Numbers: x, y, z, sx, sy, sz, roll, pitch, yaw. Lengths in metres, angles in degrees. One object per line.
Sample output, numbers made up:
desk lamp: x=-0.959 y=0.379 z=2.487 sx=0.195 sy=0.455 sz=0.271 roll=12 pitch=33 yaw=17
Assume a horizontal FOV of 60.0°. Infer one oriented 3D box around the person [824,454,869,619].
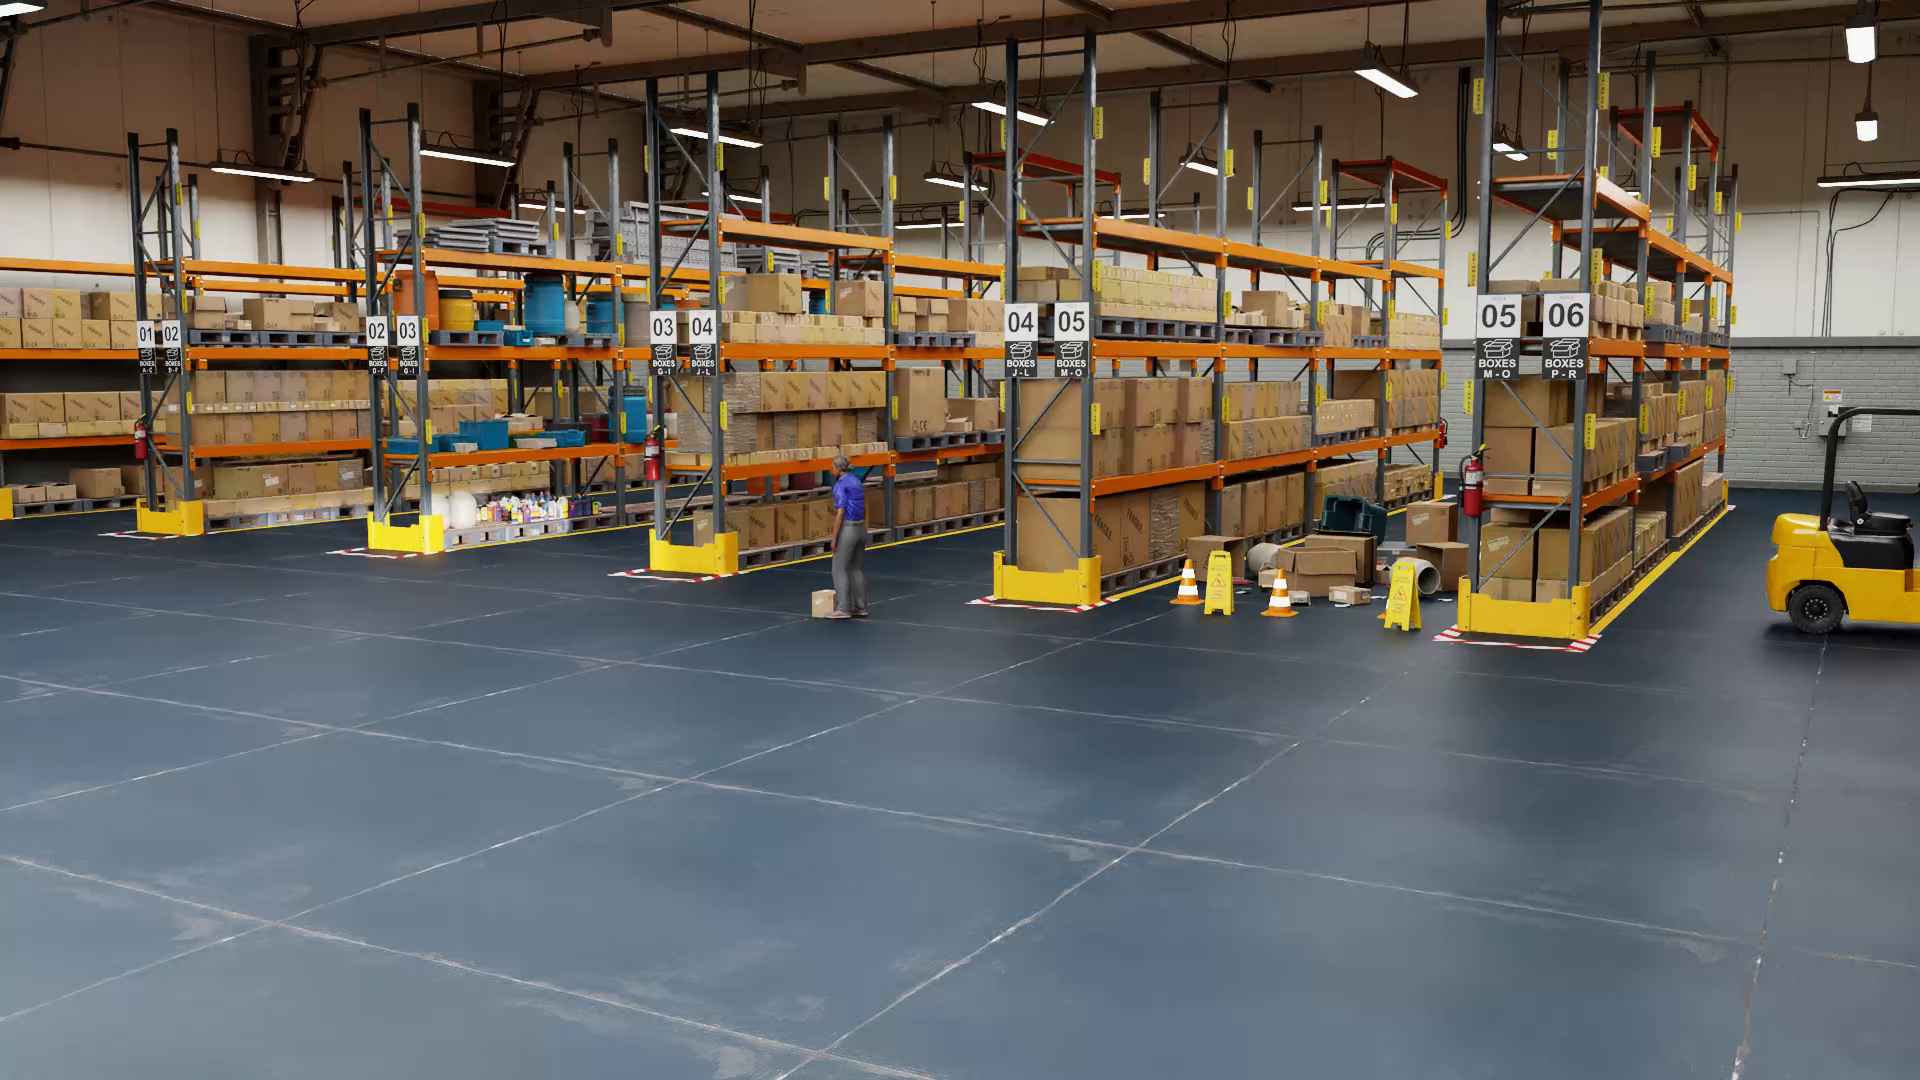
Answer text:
person: x=-1.141 y=-0.038 z=16.752 sx=0.392 sy=1.655 sz=0.505 roll=3 pitch=7 yaw=29
